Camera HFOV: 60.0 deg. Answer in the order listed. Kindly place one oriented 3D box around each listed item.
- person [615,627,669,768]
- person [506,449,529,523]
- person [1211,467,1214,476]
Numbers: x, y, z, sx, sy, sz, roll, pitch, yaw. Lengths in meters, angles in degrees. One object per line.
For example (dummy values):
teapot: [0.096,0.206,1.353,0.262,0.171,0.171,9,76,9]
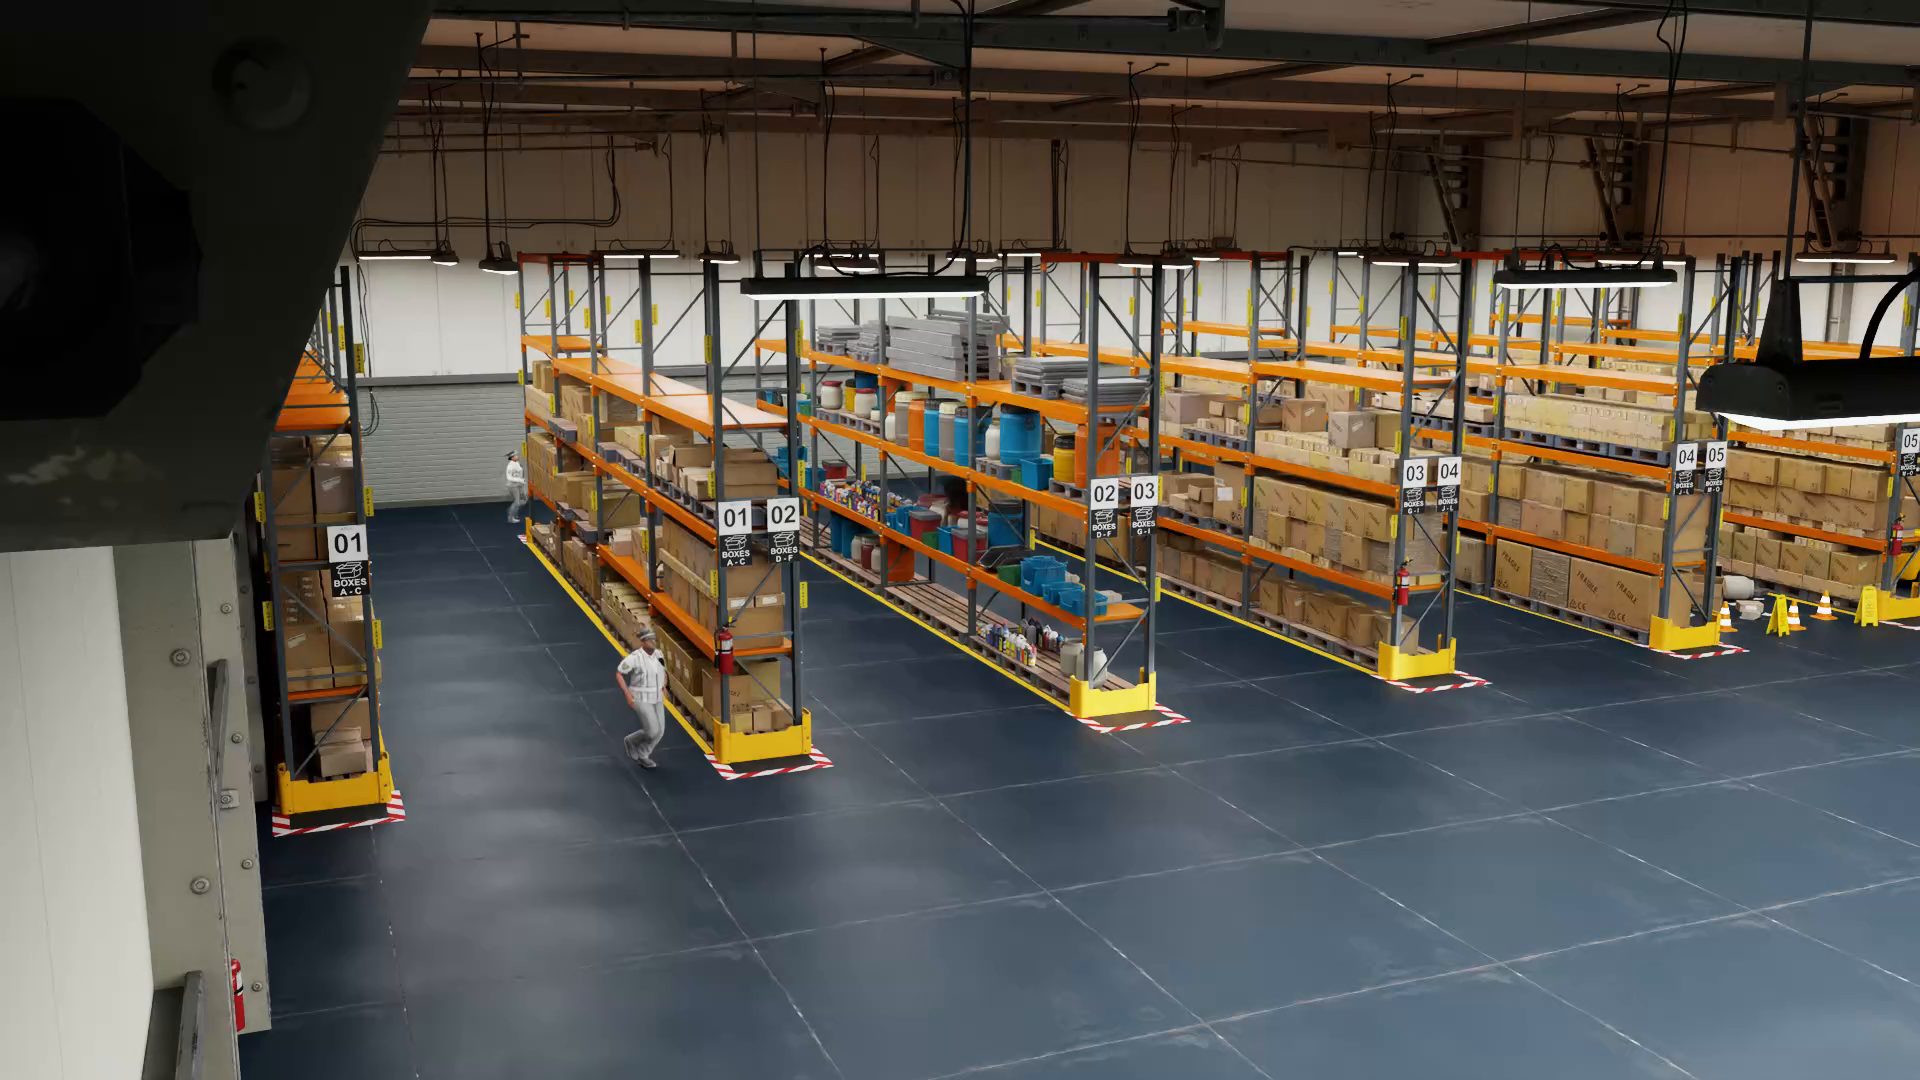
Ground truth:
person: [-3.738,1.886,19.935,0.565,1.722,0.660,7,13,35]
person: [-9.831,-1.200,36.954,0.559,1.646,0.589,2,11,12]
person: [6.458,-1.970,41.160,0.716,1.693,0.754,-9,13,-39]
